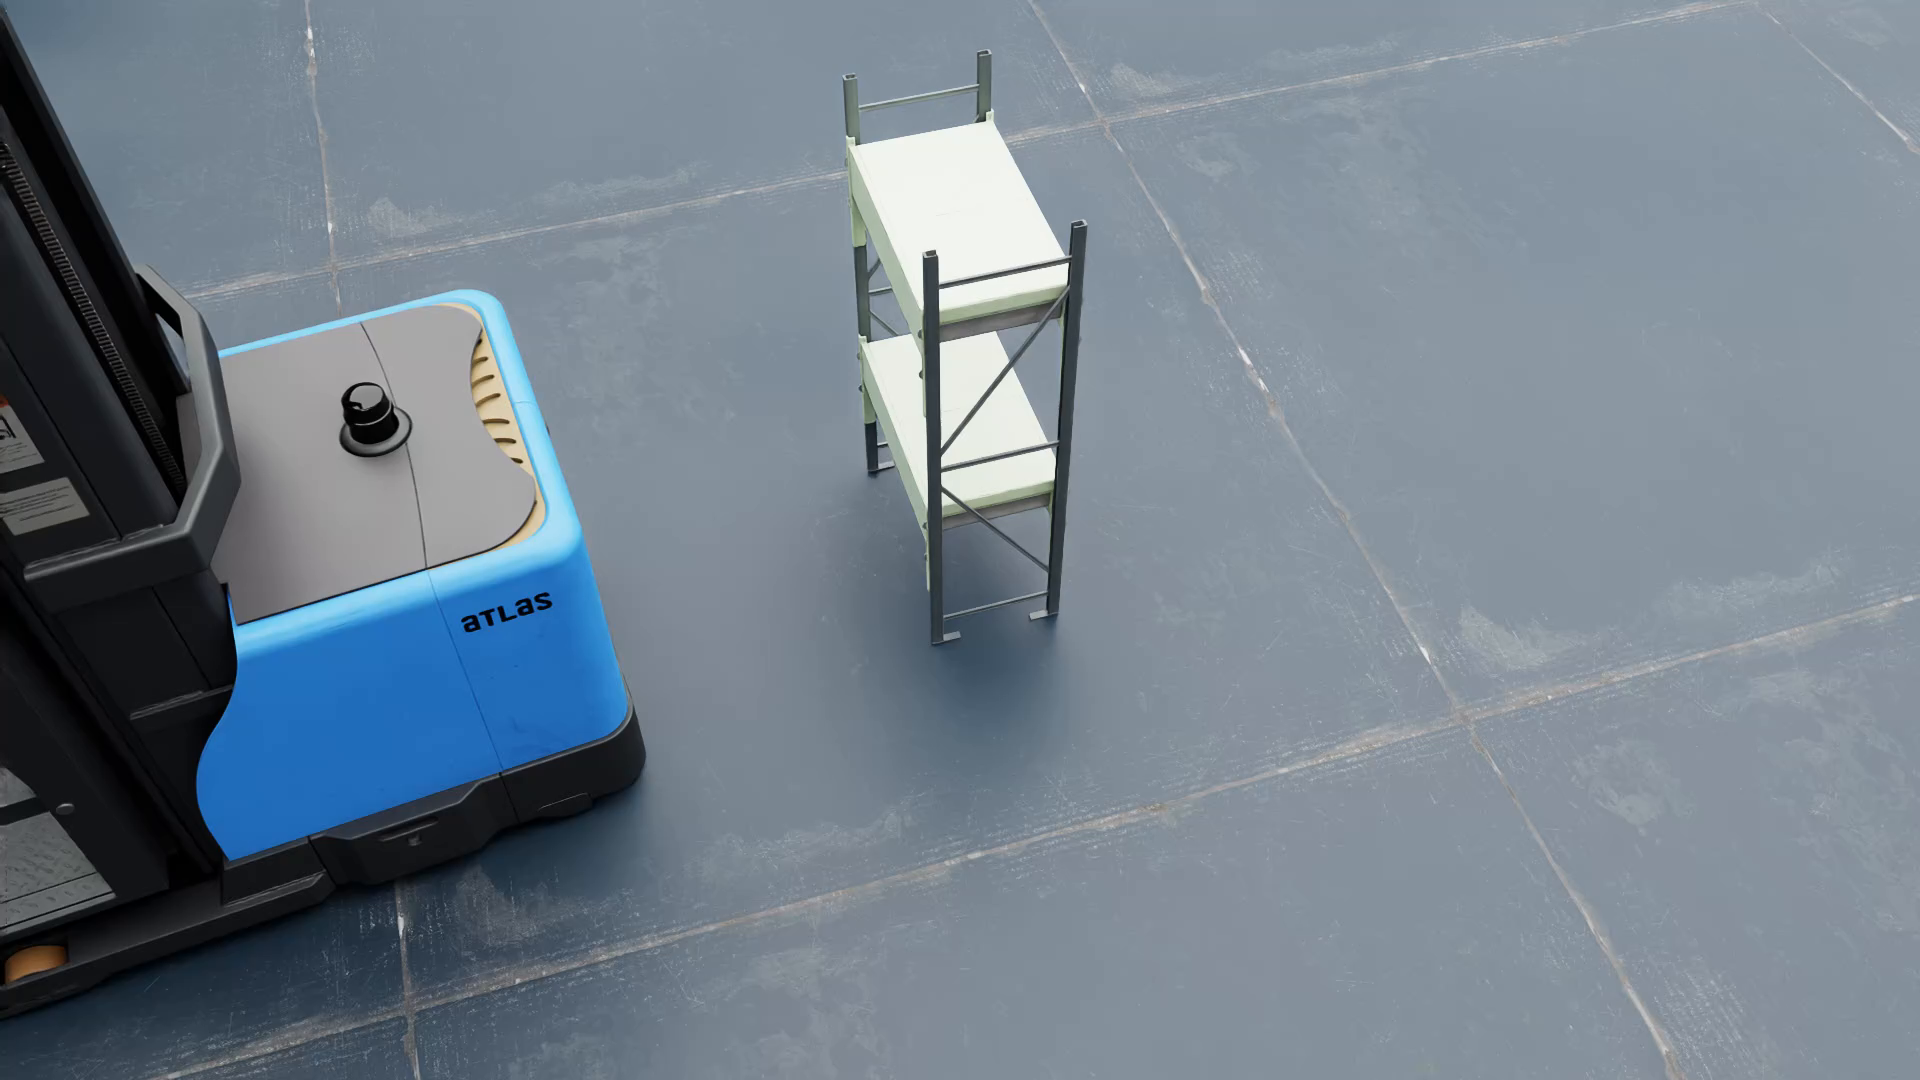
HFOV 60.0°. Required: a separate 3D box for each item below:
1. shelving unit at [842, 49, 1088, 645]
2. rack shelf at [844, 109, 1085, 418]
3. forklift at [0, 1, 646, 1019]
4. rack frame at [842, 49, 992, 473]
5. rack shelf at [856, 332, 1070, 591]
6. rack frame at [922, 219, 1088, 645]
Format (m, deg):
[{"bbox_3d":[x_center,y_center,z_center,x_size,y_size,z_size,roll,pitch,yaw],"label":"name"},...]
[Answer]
[{"bbox_3d":[-0.002,-0.488,4.681,0.431,1.500,0.755,-13,51,-11],"label":"shelving unit"},{"bbox_3d":[-0.002,-0.740,4.382,0.431,0.370,0.720,-13,51,-11],"label":"rack shelf"},{"bbox_3d":[-2.444,-0.167,3.474,3.031,2.935,1.130,-18,52,-14],"label":"forklift"},{"bbox_3d":[-0.110,-0.756,4.906,0.400,1.500,0.023,-13,51,-11],"label":"rack frame"},{"bbox_3d":[-0.002,-0.278,4.930,0.431,0.370,0.720,-13,51,-11],"label":"rack shelf"},{"bbox_3d":[0.106,-0.221,4.455,0.400,1.500,0.023,-13,51,-11],"label":"rack frame"}]
